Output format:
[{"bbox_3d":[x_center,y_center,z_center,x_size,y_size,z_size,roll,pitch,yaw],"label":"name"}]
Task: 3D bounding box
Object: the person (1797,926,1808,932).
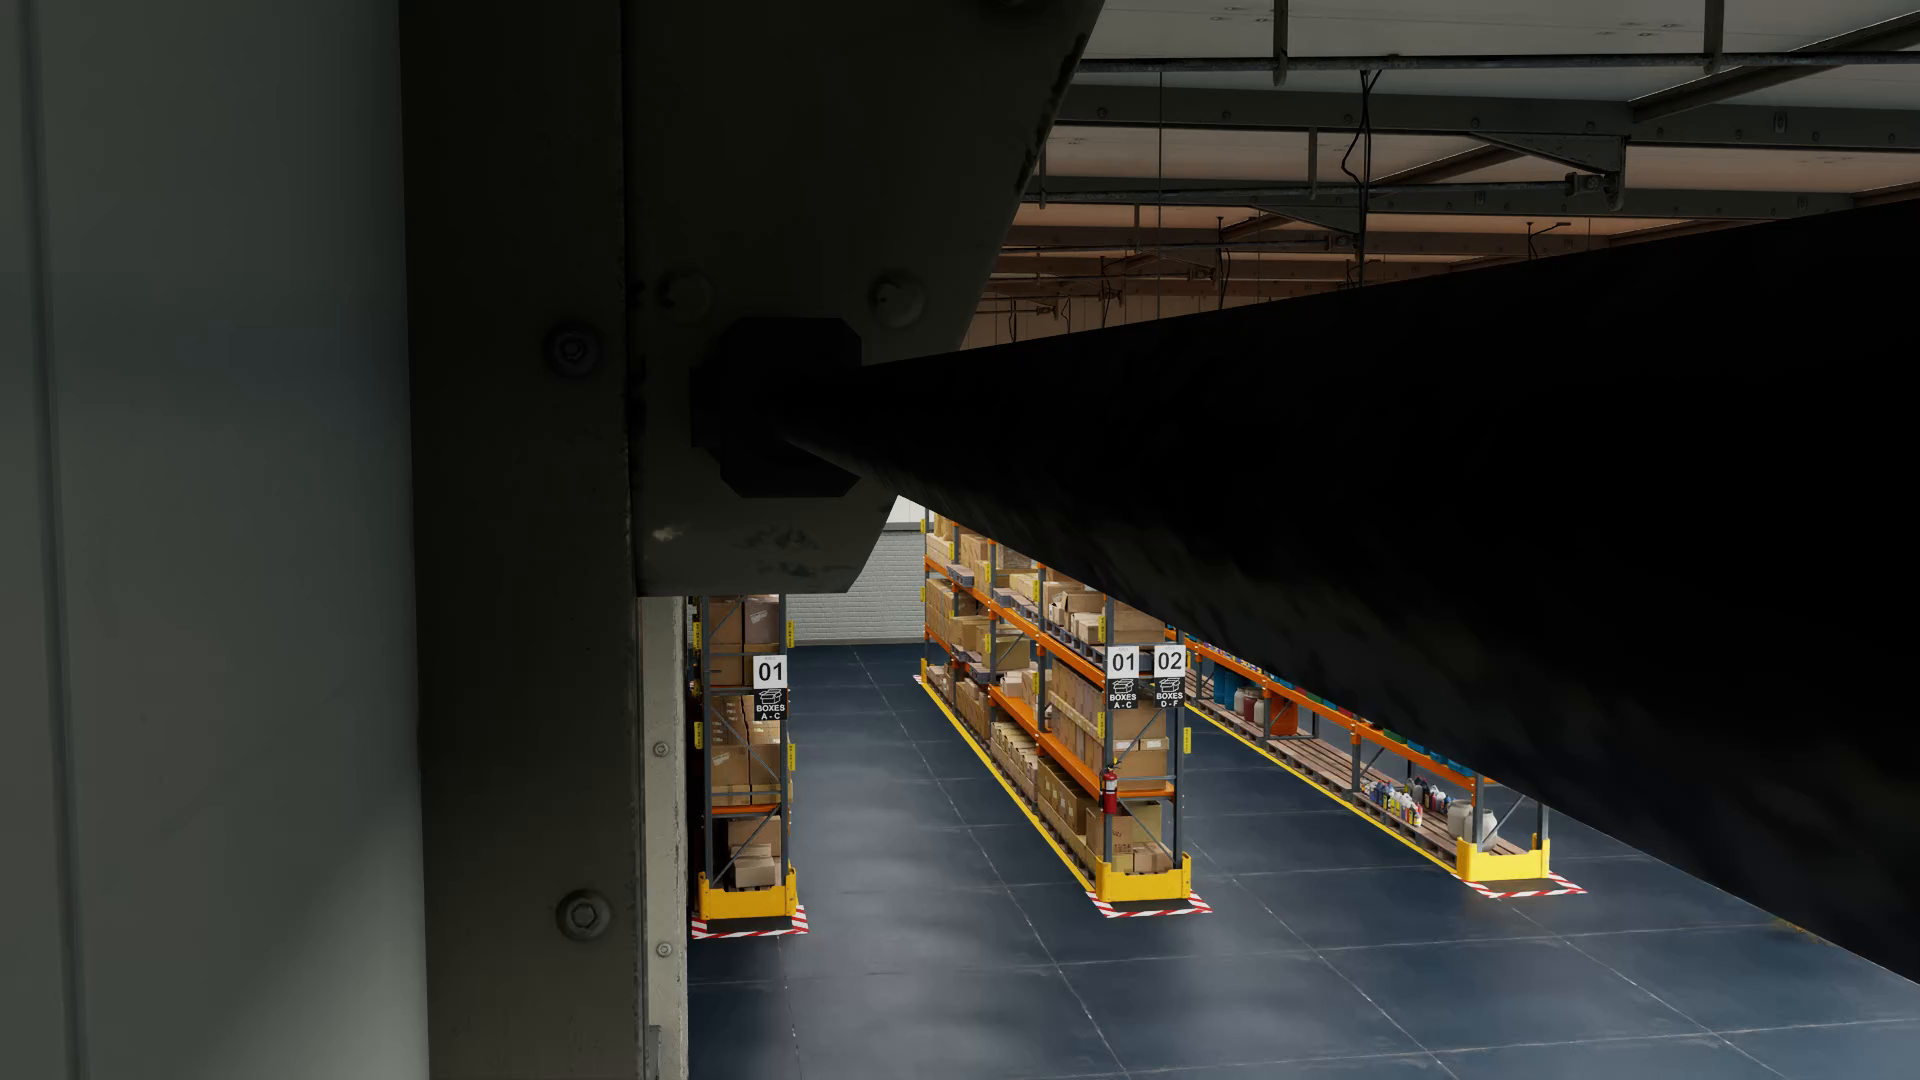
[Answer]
[{"bbox_3d":[10.059,3.742,19.196,0.928,1.804,0.633,3,6,27],"label":"person"}]
